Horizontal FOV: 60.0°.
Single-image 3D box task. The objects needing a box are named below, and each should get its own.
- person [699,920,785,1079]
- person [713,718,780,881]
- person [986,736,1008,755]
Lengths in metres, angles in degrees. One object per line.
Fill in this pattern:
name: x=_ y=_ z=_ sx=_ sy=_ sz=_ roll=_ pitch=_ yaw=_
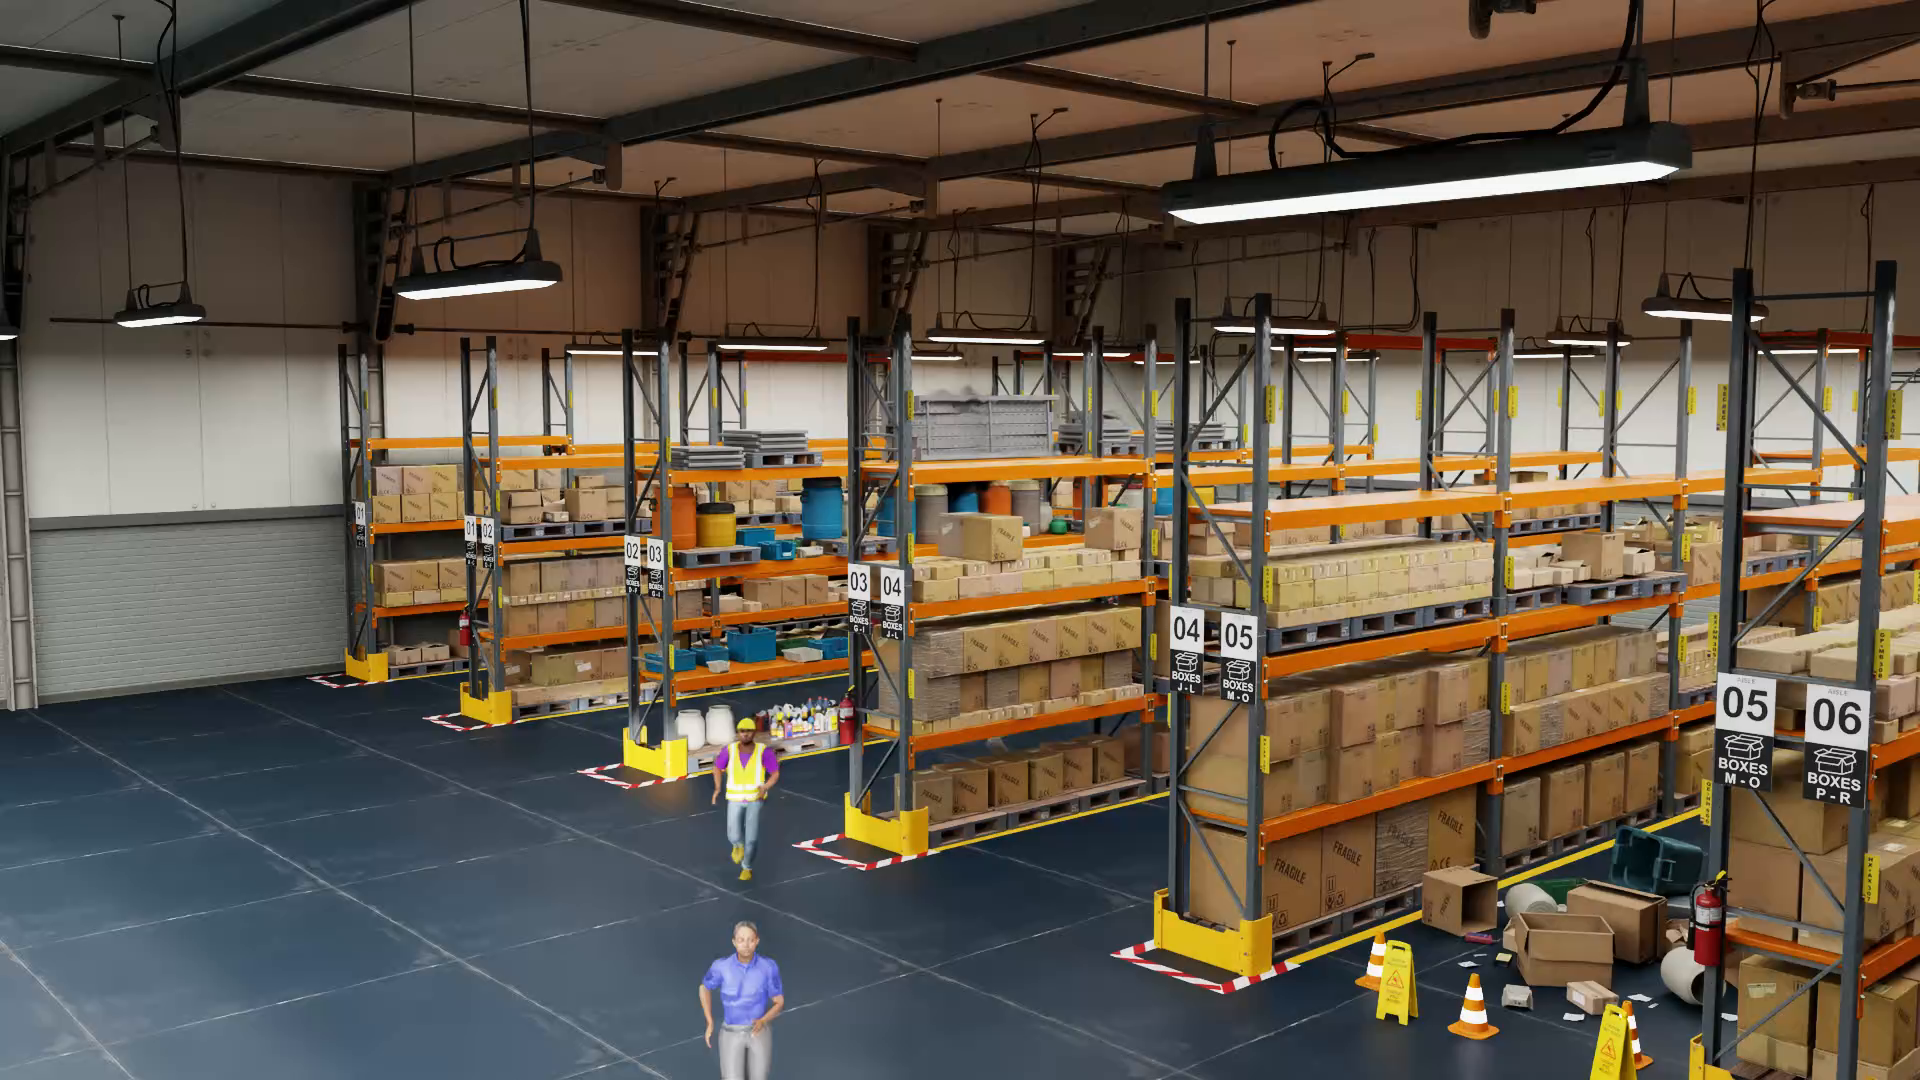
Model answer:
person: x=-1.444 y=3.366 z=11.117 sx=0.560 sy=1.603 sz=0.576 roll=-1 pitch=5 yaw=-12
person: x=-2.267 y=2.739 z=17.618 sx=0.712 sy=1.720 sz=0.585 roll=0 pitch=5 yaw=0
person: x=0.468 y=2.312 z=22.154 sx=0.651 sy=1.789 sz=0.645 roll=-5 pitch=7 yaw=-44
